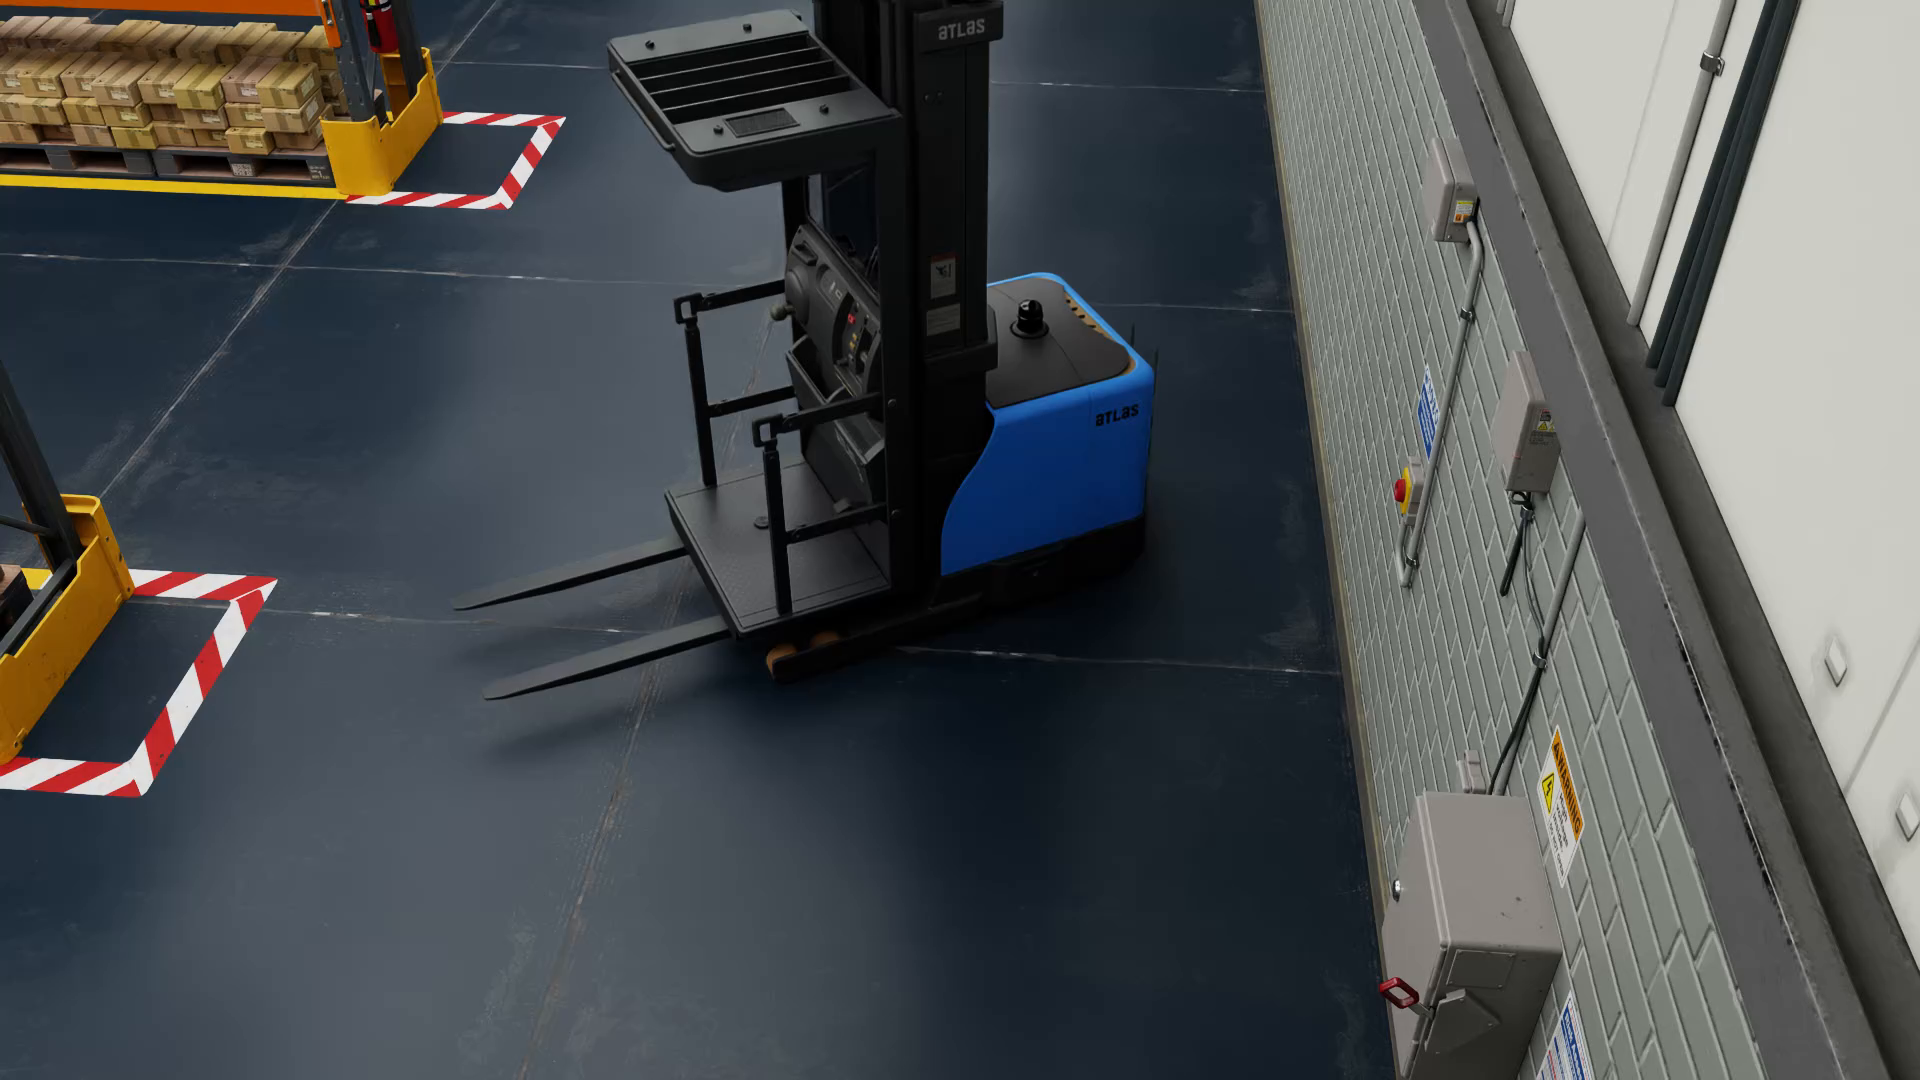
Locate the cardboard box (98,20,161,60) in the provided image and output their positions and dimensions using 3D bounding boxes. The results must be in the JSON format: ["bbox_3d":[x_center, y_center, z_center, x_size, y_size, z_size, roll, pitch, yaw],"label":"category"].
[{"bbox_3d":[-5.509,-3.318,11.075,0.250,0.149,0.380,4,39,5],"label":"cardboard box"}]

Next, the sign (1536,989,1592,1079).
[{"bbox_3d":[1.427,1.355,3.955,0.001,0.494,0.329,3,39,4],"label":"sign"}]

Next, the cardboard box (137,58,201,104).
[{"bbox_3d":[-5.019,-2.924,10.591,0.250,0.149,0.380,2,39,2],"label":"cardboard box"}]

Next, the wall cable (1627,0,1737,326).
[{"bbox_3d":[1.594,-2.331,3.656,0.029,3.000,2.355,3,39,4],"label":"wall cable"}]

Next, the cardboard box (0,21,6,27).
[{"bbox_3d":[-6.553,-3.317,11.074,0.250,0.149,0.380,4,39,5],"label":"cardboard box"}]

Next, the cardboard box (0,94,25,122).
[{"bbox_3d":[-6.062,-2.850,10.736,0.250,0.149,0.380,3,39,3],"label":"cardboard box"}]

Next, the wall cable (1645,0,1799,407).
[{"bbox_3d":[1.316,-0.595,1.494,0.133,3.039,2.988,3,39,4],"label":"wall cable"}]

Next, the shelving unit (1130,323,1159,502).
[{"bbox_3d":[0.760,-0.564,7.900,0.210,0.900,0.258,-16,42,-19],"label":"shelving unit"}]

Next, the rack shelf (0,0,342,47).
[{"bbox_3d":[-5.696,-3.558,10.486,4.000,0.370,1.077,3,39,4],"label":"rack shelf"}]

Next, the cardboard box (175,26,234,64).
[{"bbox_3d":[-4.975,-3.254,10.996,0.250,0.149,0.380,1,39,2],"label":"cardboard box"}]

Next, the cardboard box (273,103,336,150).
[{"bbox_3d":[-4.246,-2.683,10.766,0.250,0.149,0.380,4,39,5],"label":"cardboard box"}]

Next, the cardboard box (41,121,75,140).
[{"bbox_3d":[-5.789,-2.770,10.873,0.250,0.149,0.380,4,39,5],"label":"cardboard box"}]

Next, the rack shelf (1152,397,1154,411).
[{"bbox_3d":[0.760,-0.677,7.807,0.200,0.077,0.258,-16,42,-19],"label":"rack shelf"}]

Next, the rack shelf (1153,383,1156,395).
[{"bbox_3d":[0.760,-0.747,7.751,0.200,0.077,0.258,-16,42,-19],"label":"rack shelf"}]

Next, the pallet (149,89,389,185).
[{"bbox_3d":[-4.585,-2.718,11.092,1.213,0.211,1.003,3,39,4],"label":"pallet"}]

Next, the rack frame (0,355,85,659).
[{"bbox_3d":[-4.030,-0.610,6.293,0.127,3.000,1.000,3,39,4],"label":"rack frame"}]

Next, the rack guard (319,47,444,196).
[{"bbox_3d":[-3.779,-2.763,10.919,0.348,0.500,1.175,3,39,4],"label":"rack guard"}]

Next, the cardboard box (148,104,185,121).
[{"bbox_3d":[-5.030,-2.857,10.744,0.250,0.149,0.380,3,39,3],"label":"cardboard box"}]

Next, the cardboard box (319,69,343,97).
[{"bbox_3d":[-4.203,-3.091,11.032,0.250,0.149,0.380,5,39,6],"label":"cardboard box"}]

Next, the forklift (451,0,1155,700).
[{"bbox_3d":[-0.705,-0.910,6.716,3.031,2.935,1.130,-16,42,-19],"label":"forklift"}]

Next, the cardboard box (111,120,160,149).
[{"bbox_3d":[-5.273,-2.682,10.765,0.250,0.149,0.380,1,39,2],"label":"cardboard box"}]

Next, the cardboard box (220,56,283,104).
[{"bbox_3d":[-4.498,-2.936,10.605,0.250,0.149,0.380,4,39,5],"label":"cardboard box"}]

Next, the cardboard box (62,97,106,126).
[{"bbox_3d":[-5.542,-2.823,10.703,0.250,0.149,0.380,5,39,6],"label":"cardboard box"}]

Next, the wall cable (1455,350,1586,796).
[{"bbox_3d":[1.479,0.181,4.517,0.122,1.984,0.588,3,39,4],"label":"wall cable"}]

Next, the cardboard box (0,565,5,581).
[{"bbox_3d":[-4.696,0.248,6.937,0.875,0.438,0.875,2,39,2],"label":"cardboard box"}]

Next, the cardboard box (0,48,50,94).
[{"bbox_3d":[-6.050,-3.022,10.711,0.250,0.149,0.380,2,39,2],"label":"cardboard box"}]

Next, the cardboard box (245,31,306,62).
[{"bbox_3d":[-4.481,-3.198,10.928,0.250,0.149,0.380,4,39,5],"label":"cardboard box"}]

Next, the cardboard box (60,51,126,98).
[{"bbox_3d":[-5.545,-2.987,10.669,0.250,0.149,0.380,2,39,2],"label":"cardboard box"}]

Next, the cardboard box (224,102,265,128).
[{"bbox_3d":[-4.509,-2.798,10.672,0.250,0.149,0.380,2,39,3],"label":"cardboard box"}]

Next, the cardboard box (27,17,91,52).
[{"bbox_3d":[-6.006,-3.354,11.119,0.250,0.149,0.380,2,39,2],"label":"cardboard box"}]

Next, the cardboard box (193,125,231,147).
[{"bbox_3d":[-4.766,-2.702,10.790,0.250,0.149,0.380,3,39,4],"label":"cardboard box"}]

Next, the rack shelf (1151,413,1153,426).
[{"bbox_3d":[0.760,-0.608,7.864,0.200,0.077,0.258,-16,42,-19],"label":"rack shelf"}]

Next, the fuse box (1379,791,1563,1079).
[{"bbox_3d":[1.264,1.496,4.727,0.414,1.711,0.539,3,39,4],"label":"fuse box"}]
